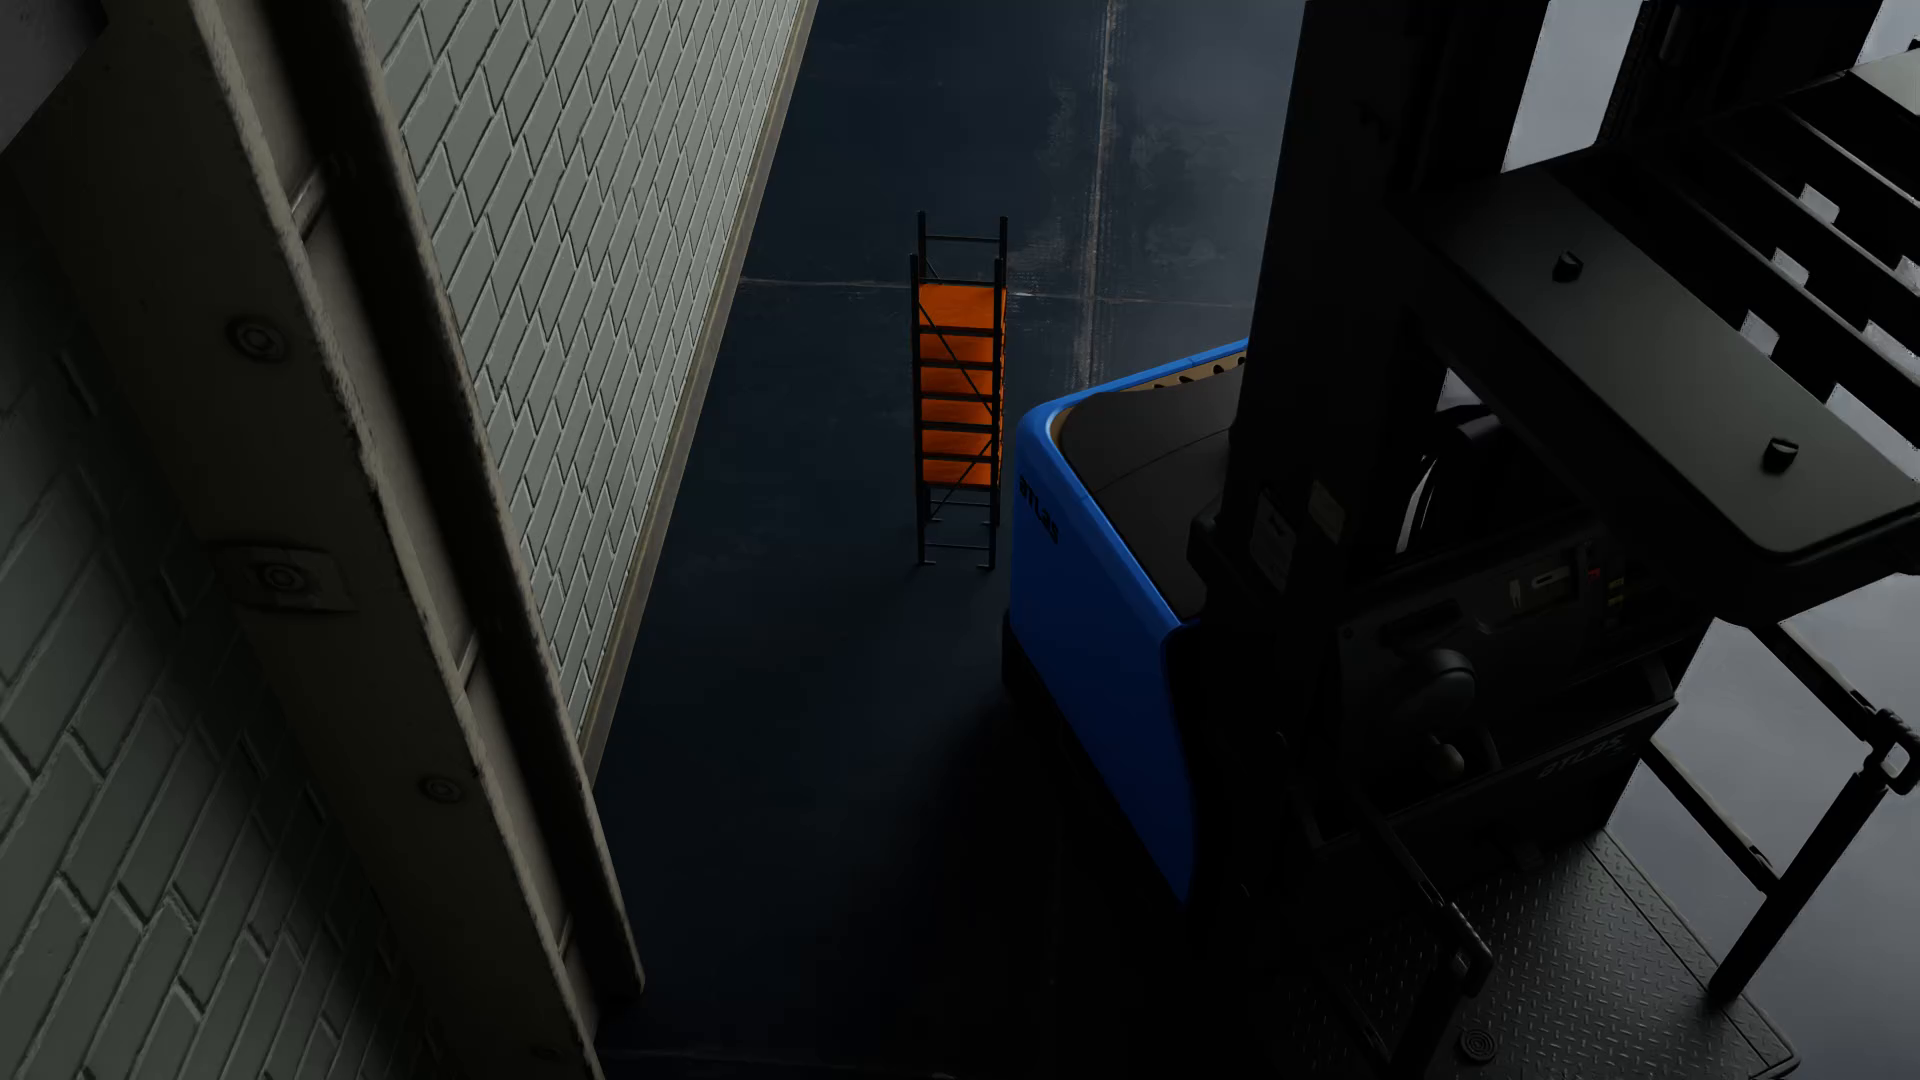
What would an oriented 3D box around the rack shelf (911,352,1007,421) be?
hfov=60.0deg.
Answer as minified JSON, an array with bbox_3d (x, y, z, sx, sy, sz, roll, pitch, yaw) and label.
[{"bbox_3d":[-0.001,-0.445,4.742,0.258,0.103,0.180,4,48,4],"label":"rack shelf"}]

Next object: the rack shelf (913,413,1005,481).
[{"bbox_3d":[-0.001,-0.283,4.919,0.258,0.103,0.180,4,48,4],"label":"rack shelf"}]

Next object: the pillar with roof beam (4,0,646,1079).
[{"bbox_3d":[3.316,-1.504,0.527,9.100,9.000,0.400,4,48,4],"label":"pillar with roof beam"}]

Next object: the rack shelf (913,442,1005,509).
[{"bbox_3d":[-0.001,-0.202,5.007,0.258,0.103,0.180,4,48,4],"label":"rack shelf"}]

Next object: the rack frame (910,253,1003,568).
[{"bbox_3d":[-0.010,-0.327,4.736,0.240,1.200,0.006,4,48,4],"label":"rack frame"}]

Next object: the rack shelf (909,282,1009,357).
[{"bbox_3d":[-0.001,-0.607,4.565,0.258,0.103,0.180,4,48,4],"label":"rack shelf"}]

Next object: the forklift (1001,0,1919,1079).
[{"bbox_3d":[1.195,0.259,3.027,1.130,2.935,3.031,-19,50,-16],"label":"forklift"}]

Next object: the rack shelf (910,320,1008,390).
[{"bbox_3d":[-0.001,-0.526,4.653,0.258,0.103,0.180,4,48,4],"label":"rack shelf"}]

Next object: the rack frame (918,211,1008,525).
[{"bbox_3d":[0.007,-0.462,4.859,0.240,1.200,0.006,4,48,4],"label":"rack frame"}]

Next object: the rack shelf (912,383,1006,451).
[{"bbox_3d":[-0.001,-0.364,4.830,0.258,0.103,0.180,4,48,4],"label":"rack shelf"}]

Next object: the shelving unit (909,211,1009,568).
[{"bbox_3d":[-0.001,-0.394,4.798,0.258,1.200,0.189,4,48,4],"label":"shelving unit"}]
